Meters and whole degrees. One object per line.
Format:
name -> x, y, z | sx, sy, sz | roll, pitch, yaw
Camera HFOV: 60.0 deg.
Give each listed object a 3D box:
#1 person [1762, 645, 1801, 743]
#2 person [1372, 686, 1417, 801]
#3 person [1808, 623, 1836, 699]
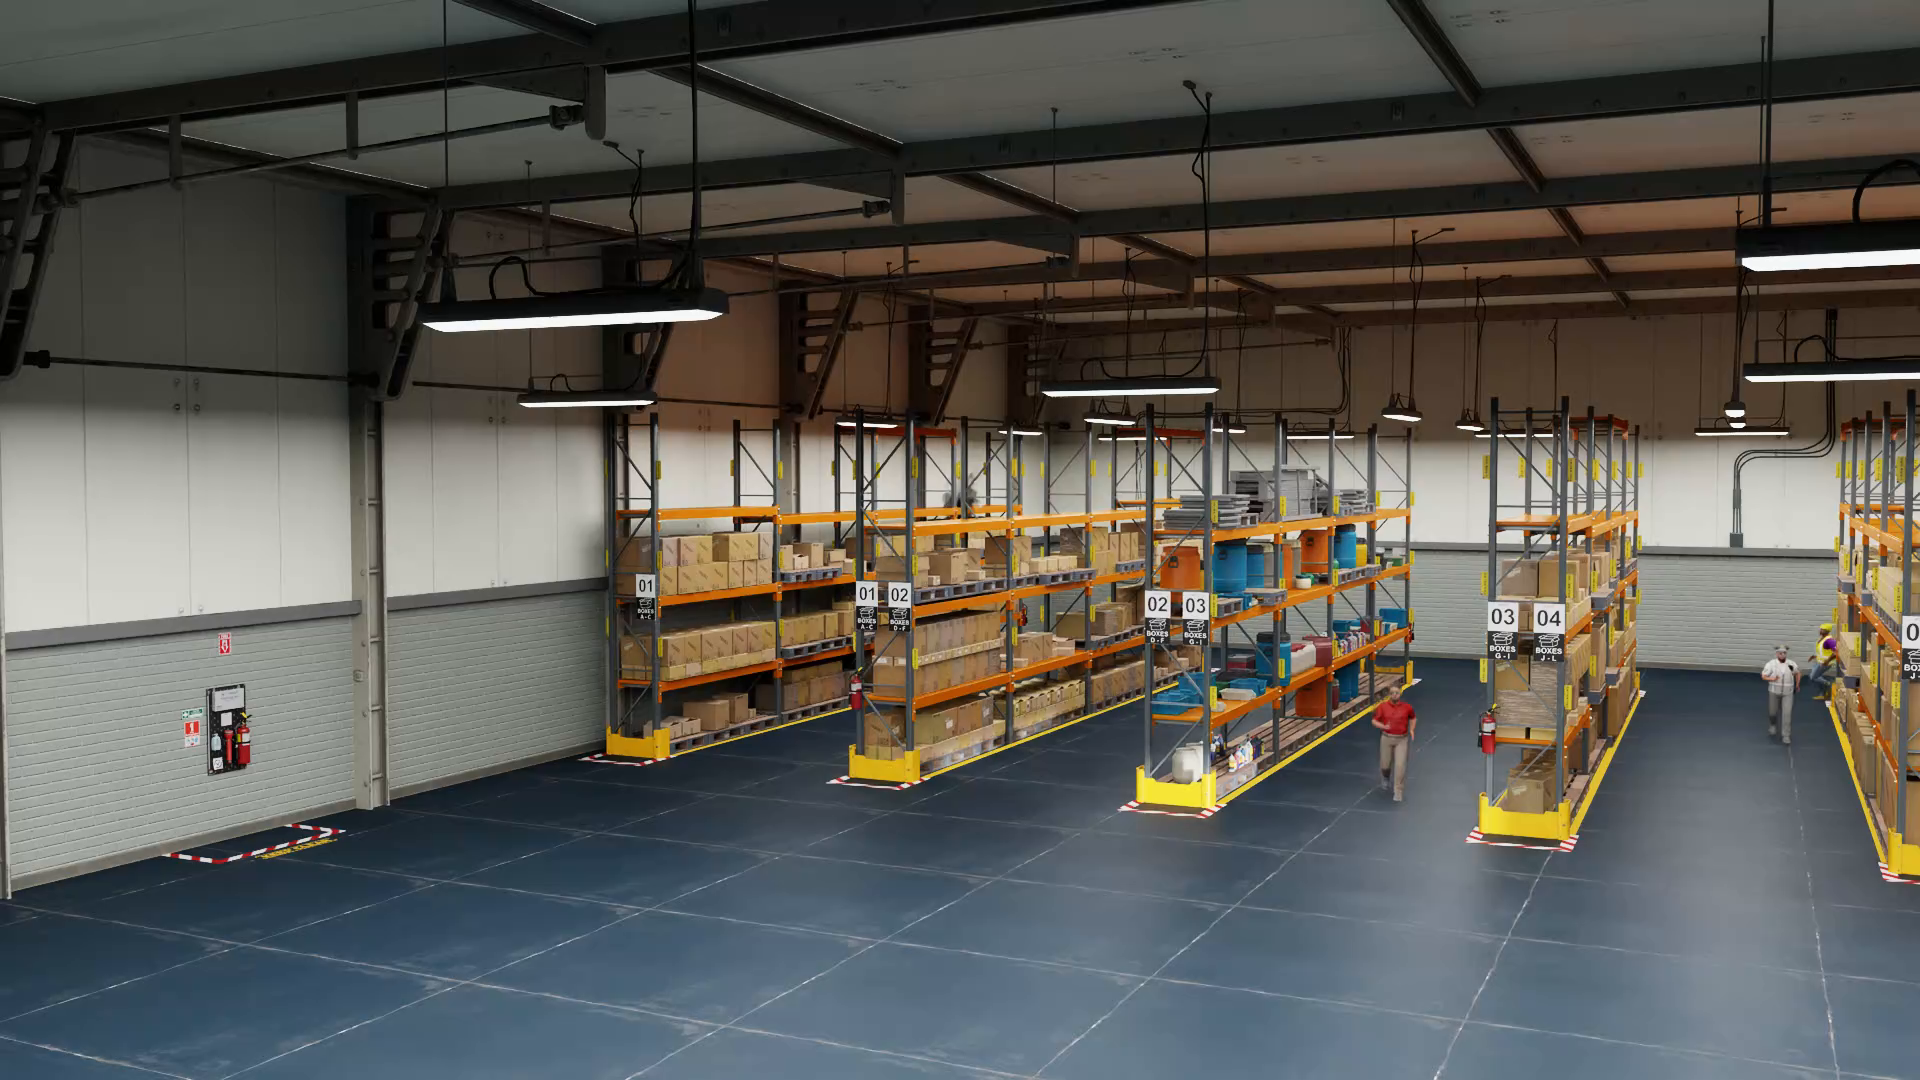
person -> 15.179, 2.816, 30.724 | 0.674, 1.752, 0.951 | 1, 3, 22
person -> 6.637, 3.078, 25.394 | 0.675, 1.695, 0.897 | 0, 2, 12
person -> 18.718, 2.643, 36.049 | 0.536, 1.710, 0.757 | 1, 2, 13
